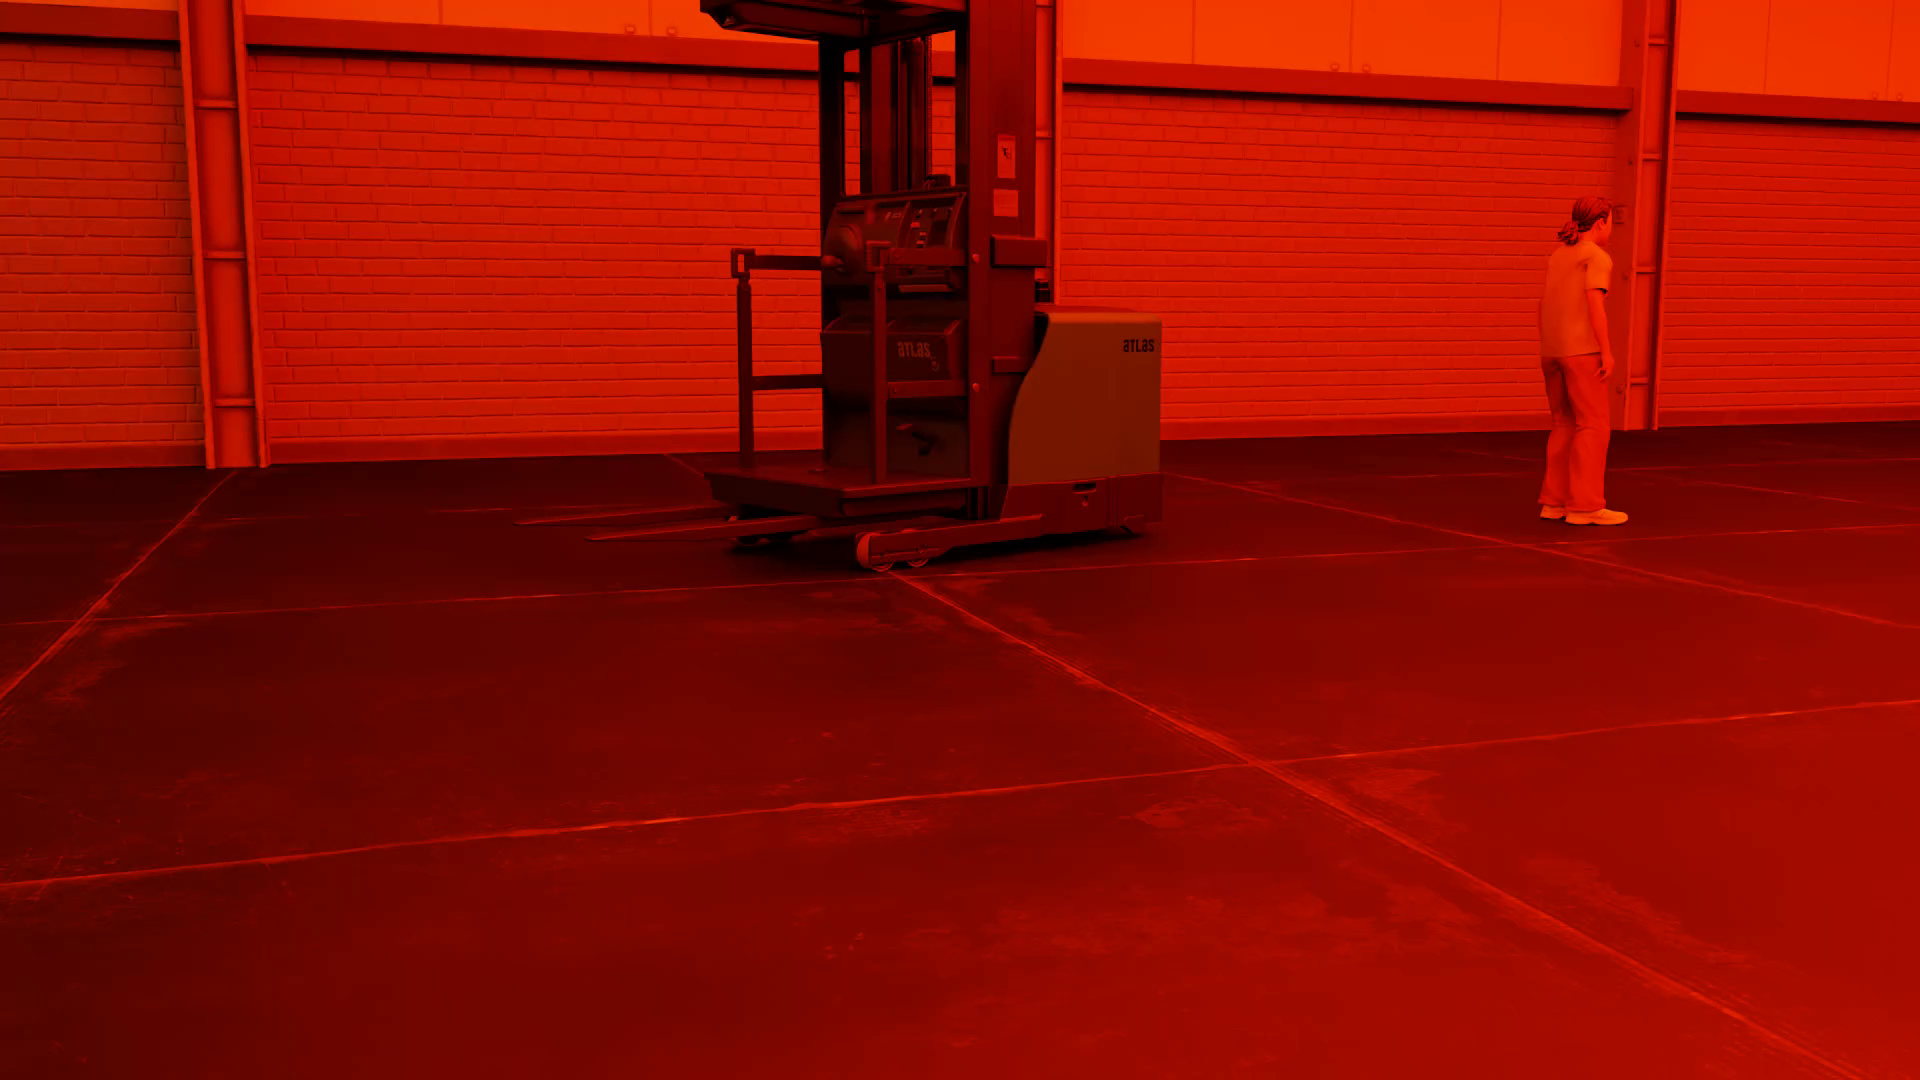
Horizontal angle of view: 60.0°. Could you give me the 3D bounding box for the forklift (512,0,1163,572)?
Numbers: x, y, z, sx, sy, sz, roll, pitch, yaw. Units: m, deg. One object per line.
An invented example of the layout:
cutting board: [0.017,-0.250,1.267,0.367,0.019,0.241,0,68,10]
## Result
forklift: [-0.461,-1.399,7.333,3.031,2.935,1.130,-7,10,-40]

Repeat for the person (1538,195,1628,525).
person: [3.192,-0.930,8.565,0.365,1.671,0.519,-2,8,-15]
